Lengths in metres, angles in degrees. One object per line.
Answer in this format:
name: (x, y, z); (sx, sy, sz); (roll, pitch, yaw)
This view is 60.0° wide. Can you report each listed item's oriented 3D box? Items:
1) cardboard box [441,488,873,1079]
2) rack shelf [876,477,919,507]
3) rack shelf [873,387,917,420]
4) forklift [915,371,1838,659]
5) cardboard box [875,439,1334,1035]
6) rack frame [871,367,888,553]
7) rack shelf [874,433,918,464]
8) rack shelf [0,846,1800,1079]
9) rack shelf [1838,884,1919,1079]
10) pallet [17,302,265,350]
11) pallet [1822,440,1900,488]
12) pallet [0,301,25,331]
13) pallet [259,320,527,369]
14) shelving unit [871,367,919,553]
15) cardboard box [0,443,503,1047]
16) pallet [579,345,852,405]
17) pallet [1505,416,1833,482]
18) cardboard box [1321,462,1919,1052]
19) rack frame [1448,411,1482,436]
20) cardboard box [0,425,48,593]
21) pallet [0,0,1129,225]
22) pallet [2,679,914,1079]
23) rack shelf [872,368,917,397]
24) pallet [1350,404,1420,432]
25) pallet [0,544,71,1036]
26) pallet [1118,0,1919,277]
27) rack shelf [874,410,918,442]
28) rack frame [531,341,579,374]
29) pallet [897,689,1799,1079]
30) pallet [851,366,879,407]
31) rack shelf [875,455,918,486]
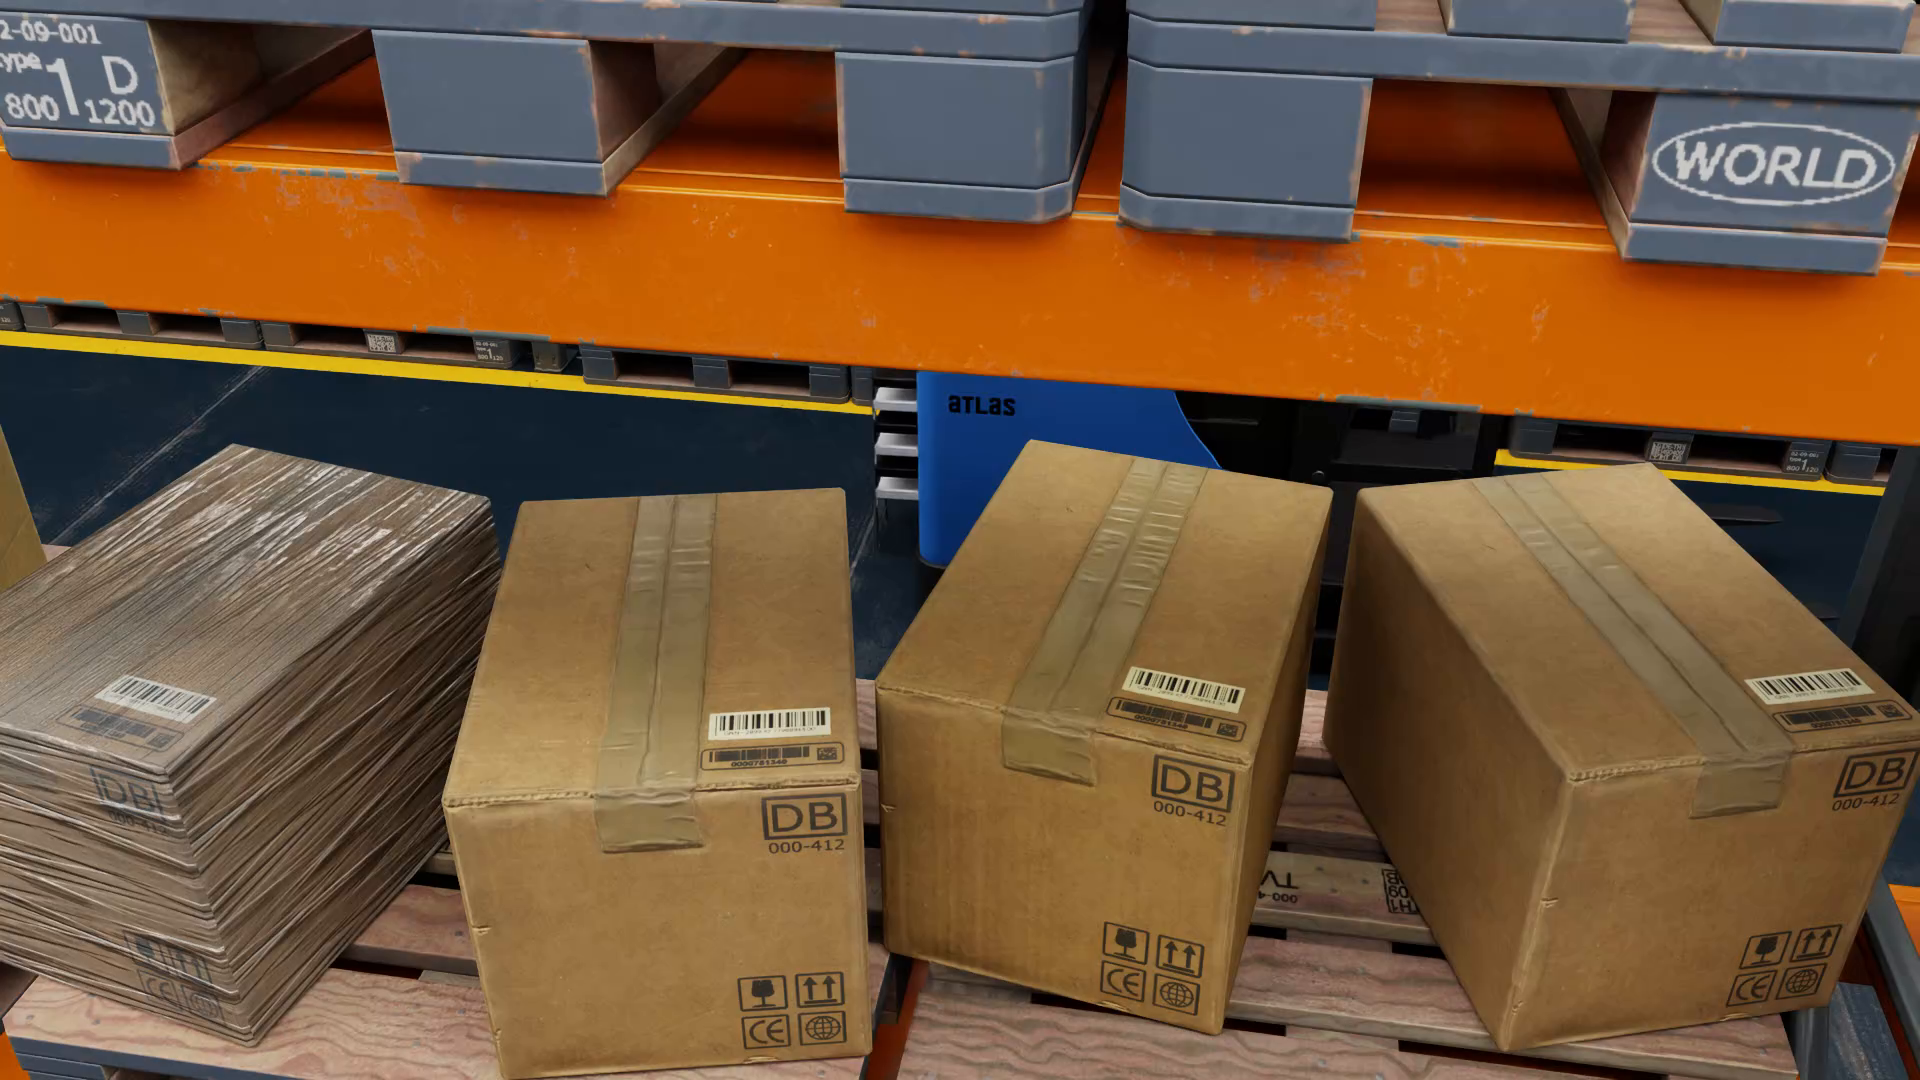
cardboard box: (-0.399, 0.323, 2.417); (0.500, 0.500, 0.700); (-3, 32, -4)
rack shelf: (-0.192, -0.211, 6.141); (0.200, 0.077, 0.258); (4, 32, 6)
rack shelf: (-0.192, -0.516, 5.950); (0.200, 0.077, 0.258); (4, 32, 6)
forklift: (1.405, -1.072, 5.200); (3.031, 2.935, 1.130); (4, 32, 6)
cardboard box: (0.236, 0.261, 2.516); (0.500, 0.500, 0.700); (10, 33, 16)
rack frame: (-0.293, -0.398, 6.038); (0.006, 0.900, 0.240); (4, 32, 6)
rack shelf: (-0.192, -0.364, 6.046); (0.200, 0.077, 0.258); (4, 32, 6)
rack shelf: (-0.618, 0.795, 2.831); (4.000, 0.370, 1.077); (5, 32, 8)
rack shelf: (3.325, 1.152, 2.260); (4.000, 0.370, 1.077); (5, 32, 8)
pallet: (-3.729, -1.278, 8.093); (1.213, 0.211, 1.003); (5, 32, 8)
pallet: (4.126, -0.524, 6.888); (1.213, 0.211, 1.003); (5, 32, 8)
pallet: (-4.935, -1.386, 8.265); (1.213, 0.211, 1.003); (5, 32, 8)
pallet: (-2.530, -1.168, 7.917); (1.213, 0.211, 1.003); (5, 32, 8)
shelving unit: (-0.192, -0.392, 6.028); (0.210, 0.900, 0.258); (4, 32, 6)
cardboard box: (-1.080, 0.270, 2.501); (0.500, 0.500, 0.700); (11, 34, 17)
pallet: (-0.995, -0.988, 7.629); (1.213, 0.211, 1.003); (5, 32, 8)
pallet: (2.920, -0.632, 7.060); (1.213, 0.211, 1.003); (5, 32, 8)
cardboard box: (0.924, 0.289, 2.471); (0.500, 0.500, 0.700); (-5, 32, -8)
rack frame: (2.183, -1.922, 6.494); (0.127, 3.000, 1.000); (5, 32, 8)
cardboard box: (-1.950, 0.088, 2.791); (0.500, 0.500, 0.700); (-5, 32, -8)
pallet: (-0.301, -0.709, 1.906); (1.003, 0.211, 1.213); (5, 32, 8)
pallet: (-0.672, 0.564, 2.702); (1.213, 0.211, 1.003); (5, 32, 8)
rack shelf: (-0.192, -0.592, 5.902); (0.200, 0.077, 0.258); (4, 32, 6)
pallet: (1.410, -0.770, 7.281); (1.213, 0.211, 1.003); (5, 32, 8)
pallet: (-1.910, 0.417, 2.938); (1.003, 0.211, 1.213); (5, 32, 8)
pallet: (0.722, -0.618, 1.760); (1.003, 0.211, 1.213); (5, 32, 8)
rack shelf: (-0.192, -0.440, 5.998); (0.200, 0.077, 0.258); (4, 32, 6)
rack frame: (-1.760, -2.280, 7.065); (0.127, 3.000, 1.000); (5, 32, 8)
pallet: (0.584, 0.622, 2.611); (1.213, 0.211, 1.003); (5, 32, 8)
pallet: (0.204, -0.878, 7.453); (1.213, 0.211, 1.003); (5, 32, 8)
rack shelf: (-0.192, -0.287, 6.093); (0.200, 0.077, 0.258); (4, 32, 6)
